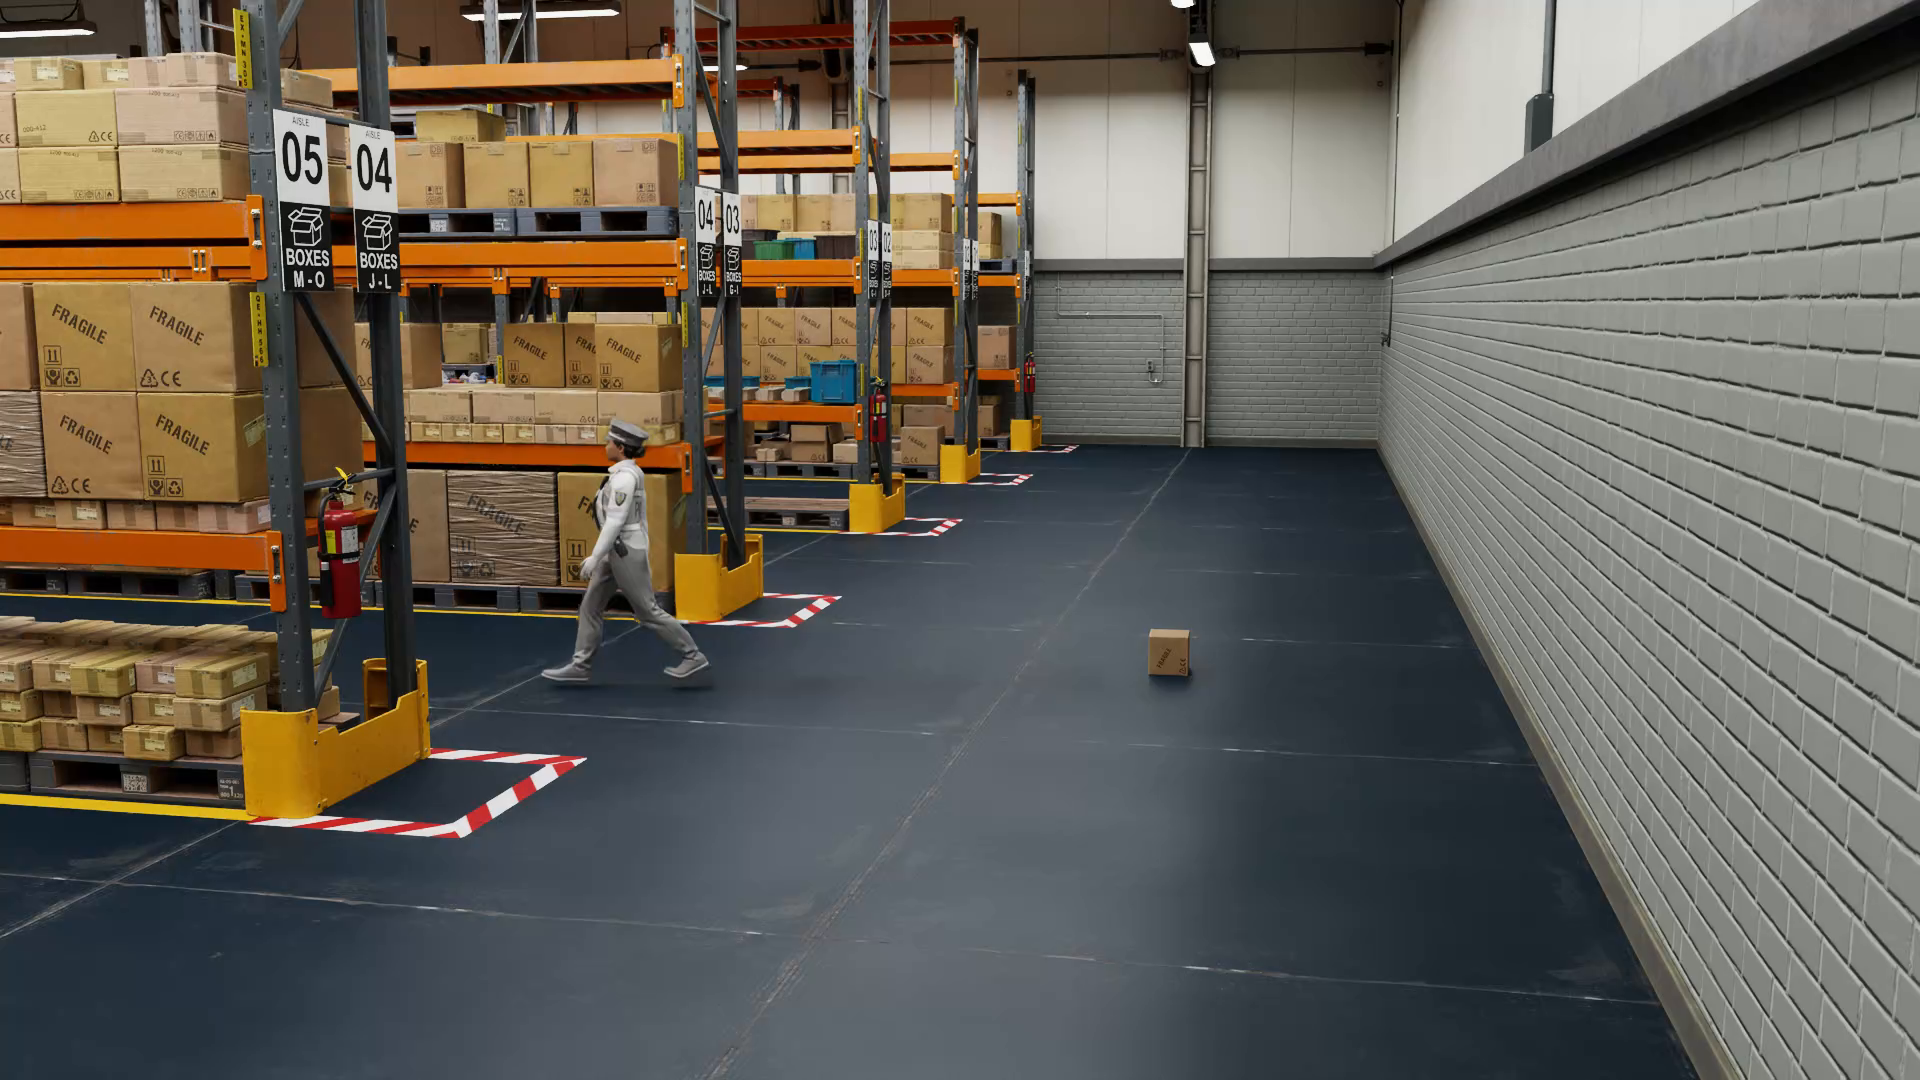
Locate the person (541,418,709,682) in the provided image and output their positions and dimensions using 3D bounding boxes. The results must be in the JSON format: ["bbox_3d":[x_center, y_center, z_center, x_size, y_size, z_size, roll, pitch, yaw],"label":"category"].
[{"bbox_3d":[-2.073,0.074,10.159,1.009,1.636,0.484,-2,8,-10],"label":"person"}]
